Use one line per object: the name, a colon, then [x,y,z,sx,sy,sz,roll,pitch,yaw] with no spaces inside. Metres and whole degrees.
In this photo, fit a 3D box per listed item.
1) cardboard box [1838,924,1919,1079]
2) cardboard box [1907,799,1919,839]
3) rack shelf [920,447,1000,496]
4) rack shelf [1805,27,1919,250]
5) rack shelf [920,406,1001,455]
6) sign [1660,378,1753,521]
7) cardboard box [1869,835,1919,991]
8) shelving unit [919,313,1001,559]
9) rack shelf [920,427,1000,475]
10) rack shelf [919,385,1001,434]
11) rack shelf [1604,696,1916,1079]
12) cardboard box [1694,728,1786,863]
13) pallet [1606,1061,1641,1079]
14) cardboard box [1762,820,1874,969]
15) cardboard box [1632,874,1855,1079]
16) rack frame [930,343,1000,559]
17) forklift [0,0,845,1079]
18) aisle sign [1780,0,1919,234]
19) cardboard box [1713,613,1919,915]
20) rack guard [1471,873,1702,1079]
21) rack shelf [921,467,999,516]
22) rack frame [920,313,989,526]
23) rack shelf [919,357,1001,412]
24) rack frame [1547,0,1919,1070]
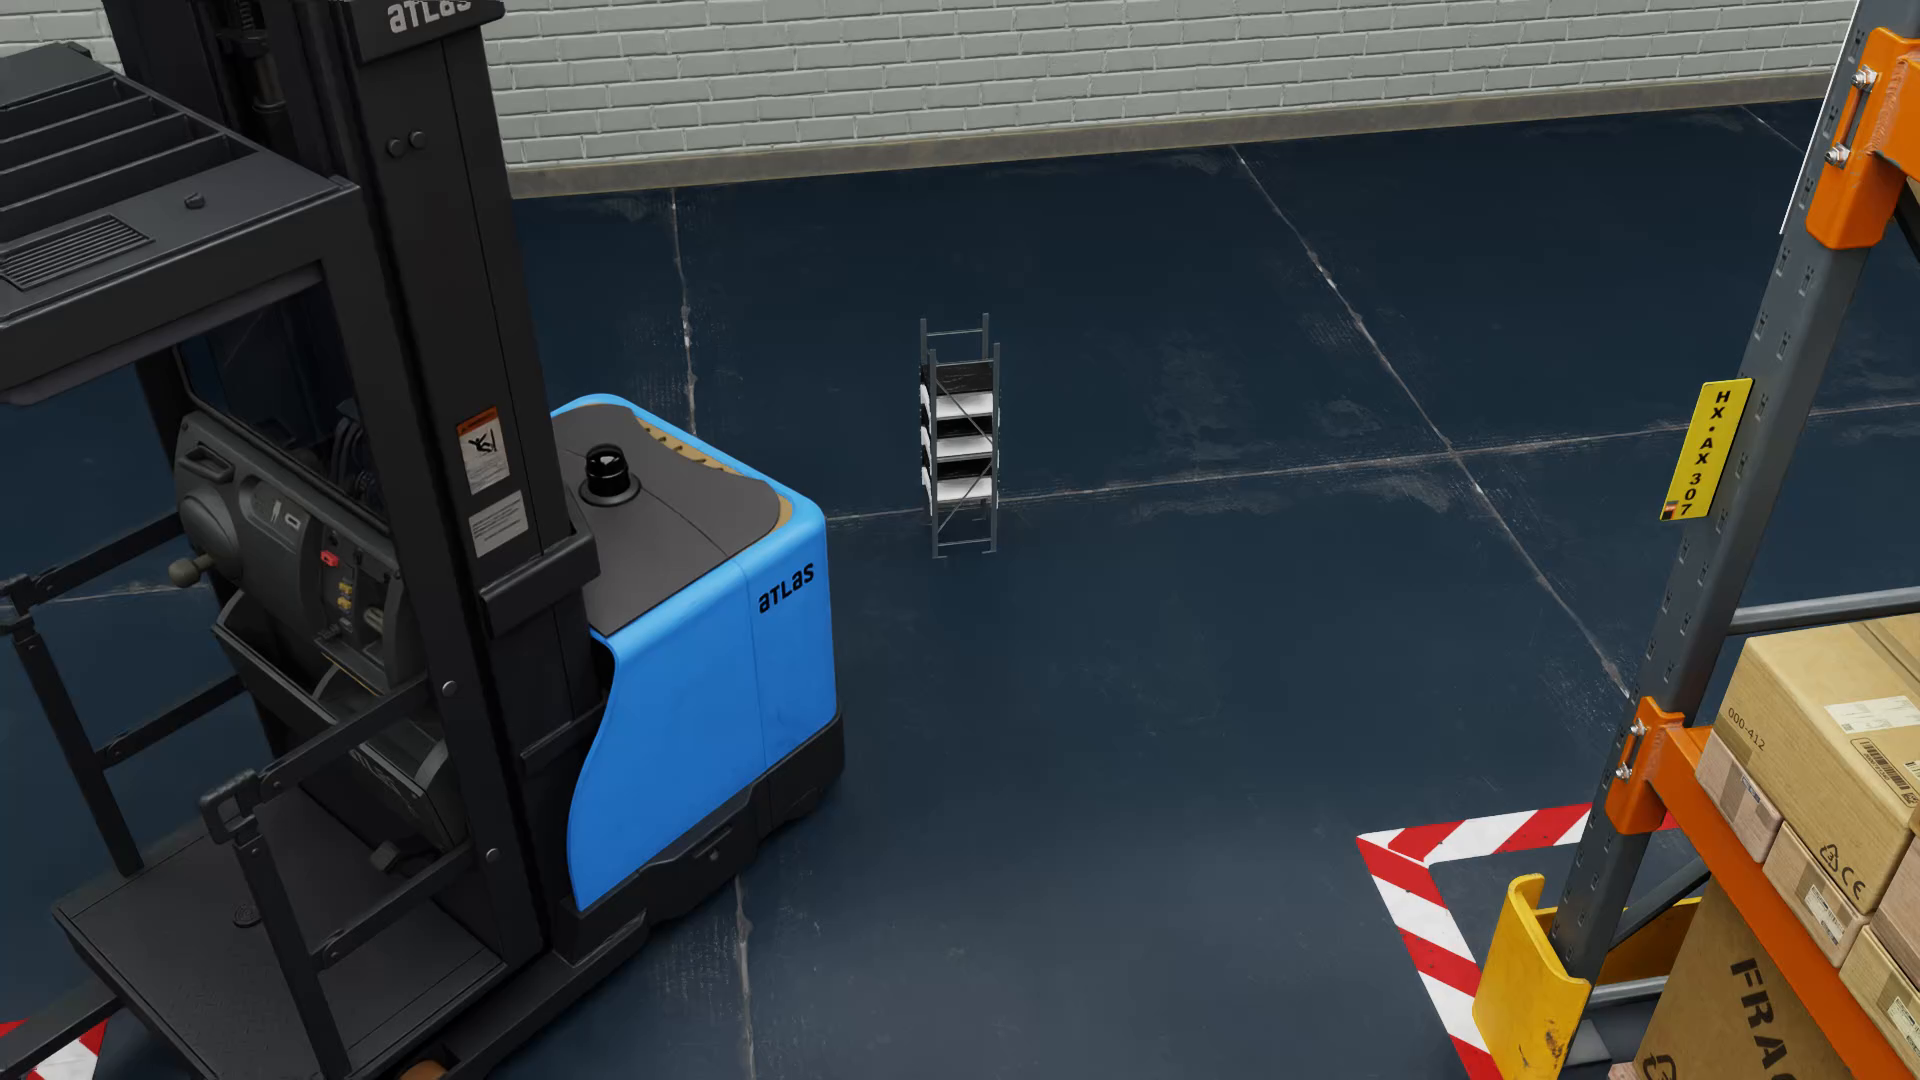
cardboard box: [1.836,0.802,2.977,0.380,0.149,0.250,-7,38,-9]
cardboard box: [1.913,0.410,2.545,0.500,0.500,0.500,-7,38,-9]
rack shelf: [-0.001,-0.263,6.056,0.258,0.077,0.200,-6,38,-8]
rack shelf: [2.358,0.451,1.365,1.077,0.370,4.000,-6,38,-8]
rack shelf: [-0.001,-0.405,5.945,0.258,0.077,0.200,-6,38,-8]
sign: [1.459,-0.173,3.258,0.100,0.325,0.005,-6,38,-8]
cardboard box: [1.923,0.718,2.761,0.500,0.250,0.500,-7,38,-9]
shelving unit: [-0.001,-0.360,5.980,0.258,0.900,0.210,-6,38,-8]
rack shelf: [-0.001,-0.334,6.001,0.258,0.077,0.200,-6,38,-8]
rack shelf: [-0.001,-0.476,5.890,0.258,0.077,0.200,-6,38,-8]
rack shelf: [2.358,1.636,2.286,1.077,0.370,4.000,-6,38,-8]
cardboard box: [1.744,0.493,3.375,0.380,0.149,0.250,-6,38,-7]
pallet: [2.224,1.720,3.865,1.003,0.211,1.213,-6,38,-8]
cardboard box: [1.791,0.648,3.176,0.380,0.149,0.250,-7,38,-9]
cardboard box: [2.198,1.195,3.656,0.875,0.875,0.875,-6,38,-8]
rack frame: [0.016,-0.299,5.901,0.240,0.900,0.006,-6,38,-8]
forklift: [-1.700,0.094,3.740,1.130,2.935,3.031,28,46,31]
aisle sign: [1.699,-0.894,2.837,0.394,0.787,0.004,-6,38,-8]
cardboard box: [1.825,0.405,3.164,0.500,0.250,0.500,-7,38,-9]
rack guard: [2.003,1.117,4.405,1.175,0.500,0.348,-6,38,-8]
rack shelf: [-0.001,-0.192,6.111,0.258,0.077,0.200,-6,38,-8]
rack frame: [-0.019,-0.422,6.059,0.240,0.900,0.006,-6,38,-8]
rack shelf: [-0.001,-0.547,5.835,0.258,0.077,0.200,-6,38,-8]
rack frame: [2.007,0.144,3.620,1.000,3.000,0.127,-6,38,-8]
